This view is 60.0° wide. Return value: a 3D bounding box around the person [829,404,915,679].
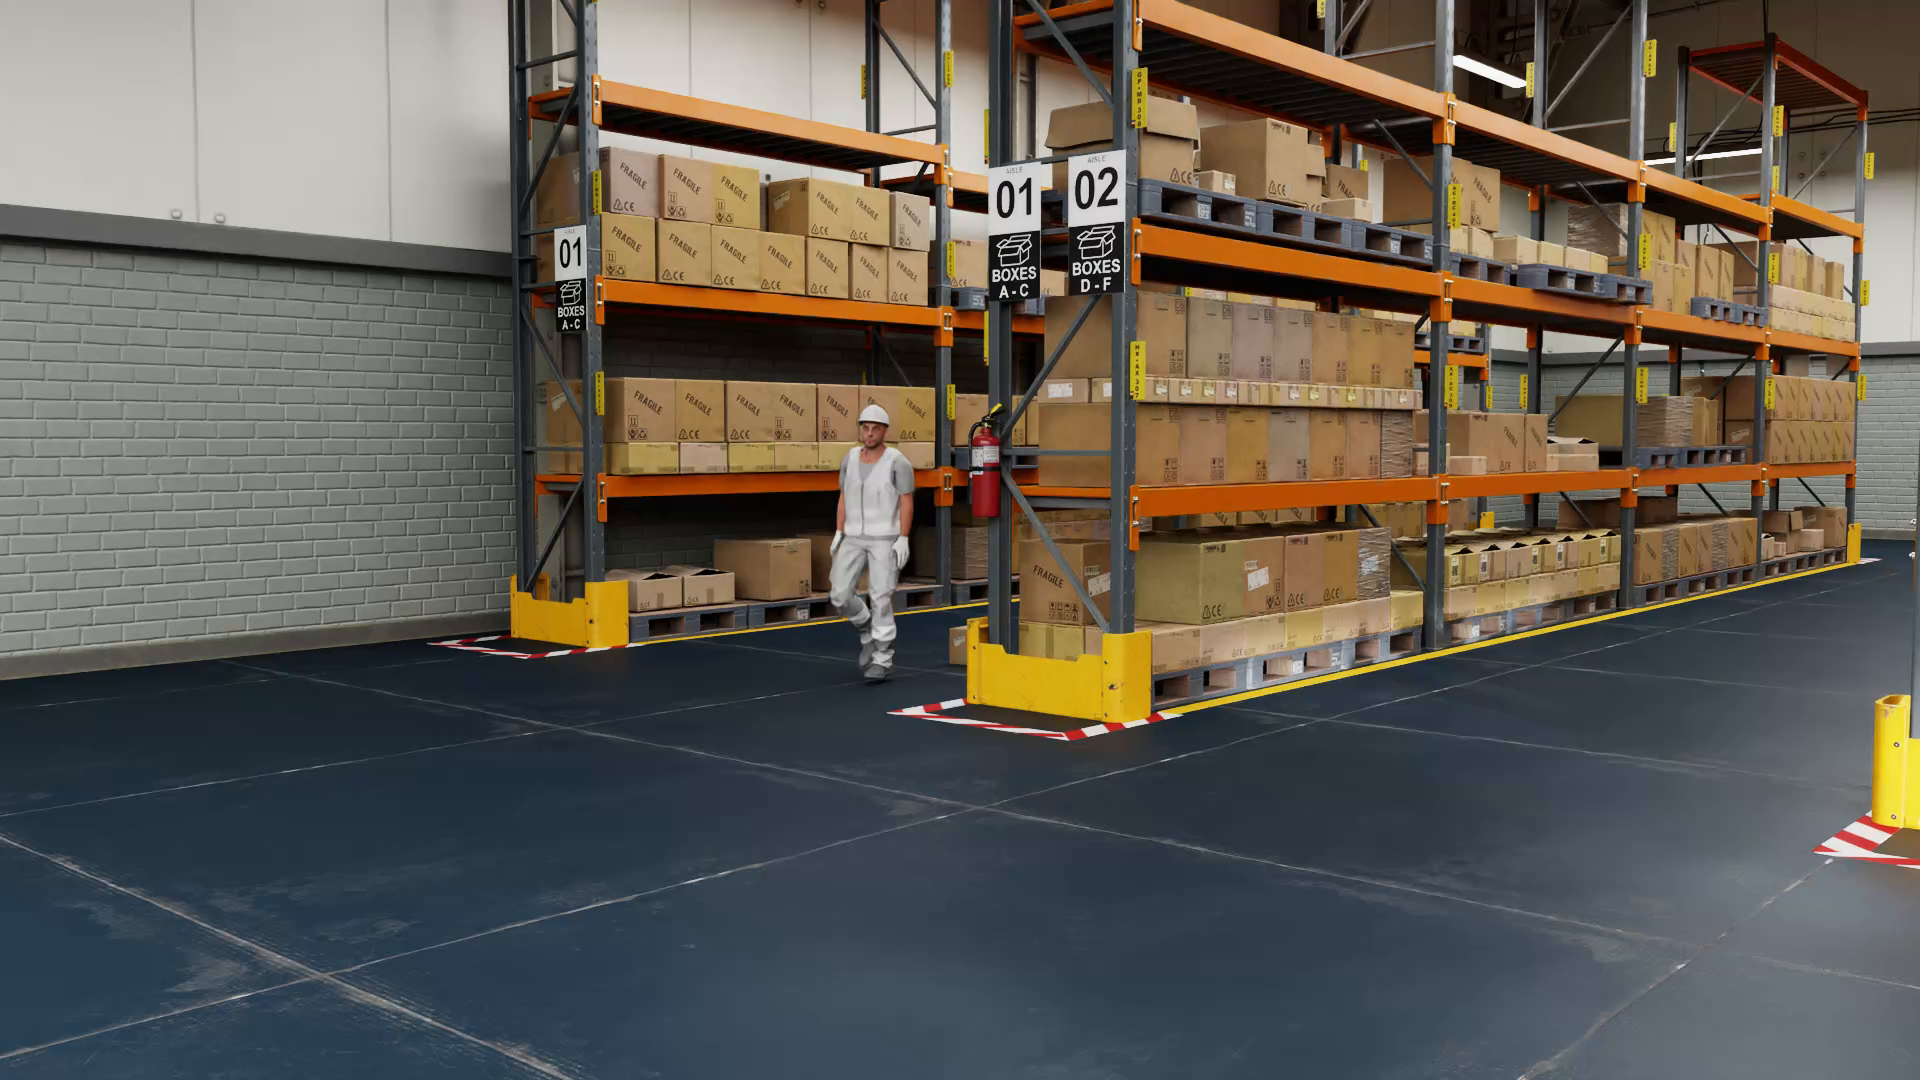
[{"bbox_3d":[-0.569,0.004,10.916,0.585,1.779,0.502,1,4,23],"label":"person"}]
